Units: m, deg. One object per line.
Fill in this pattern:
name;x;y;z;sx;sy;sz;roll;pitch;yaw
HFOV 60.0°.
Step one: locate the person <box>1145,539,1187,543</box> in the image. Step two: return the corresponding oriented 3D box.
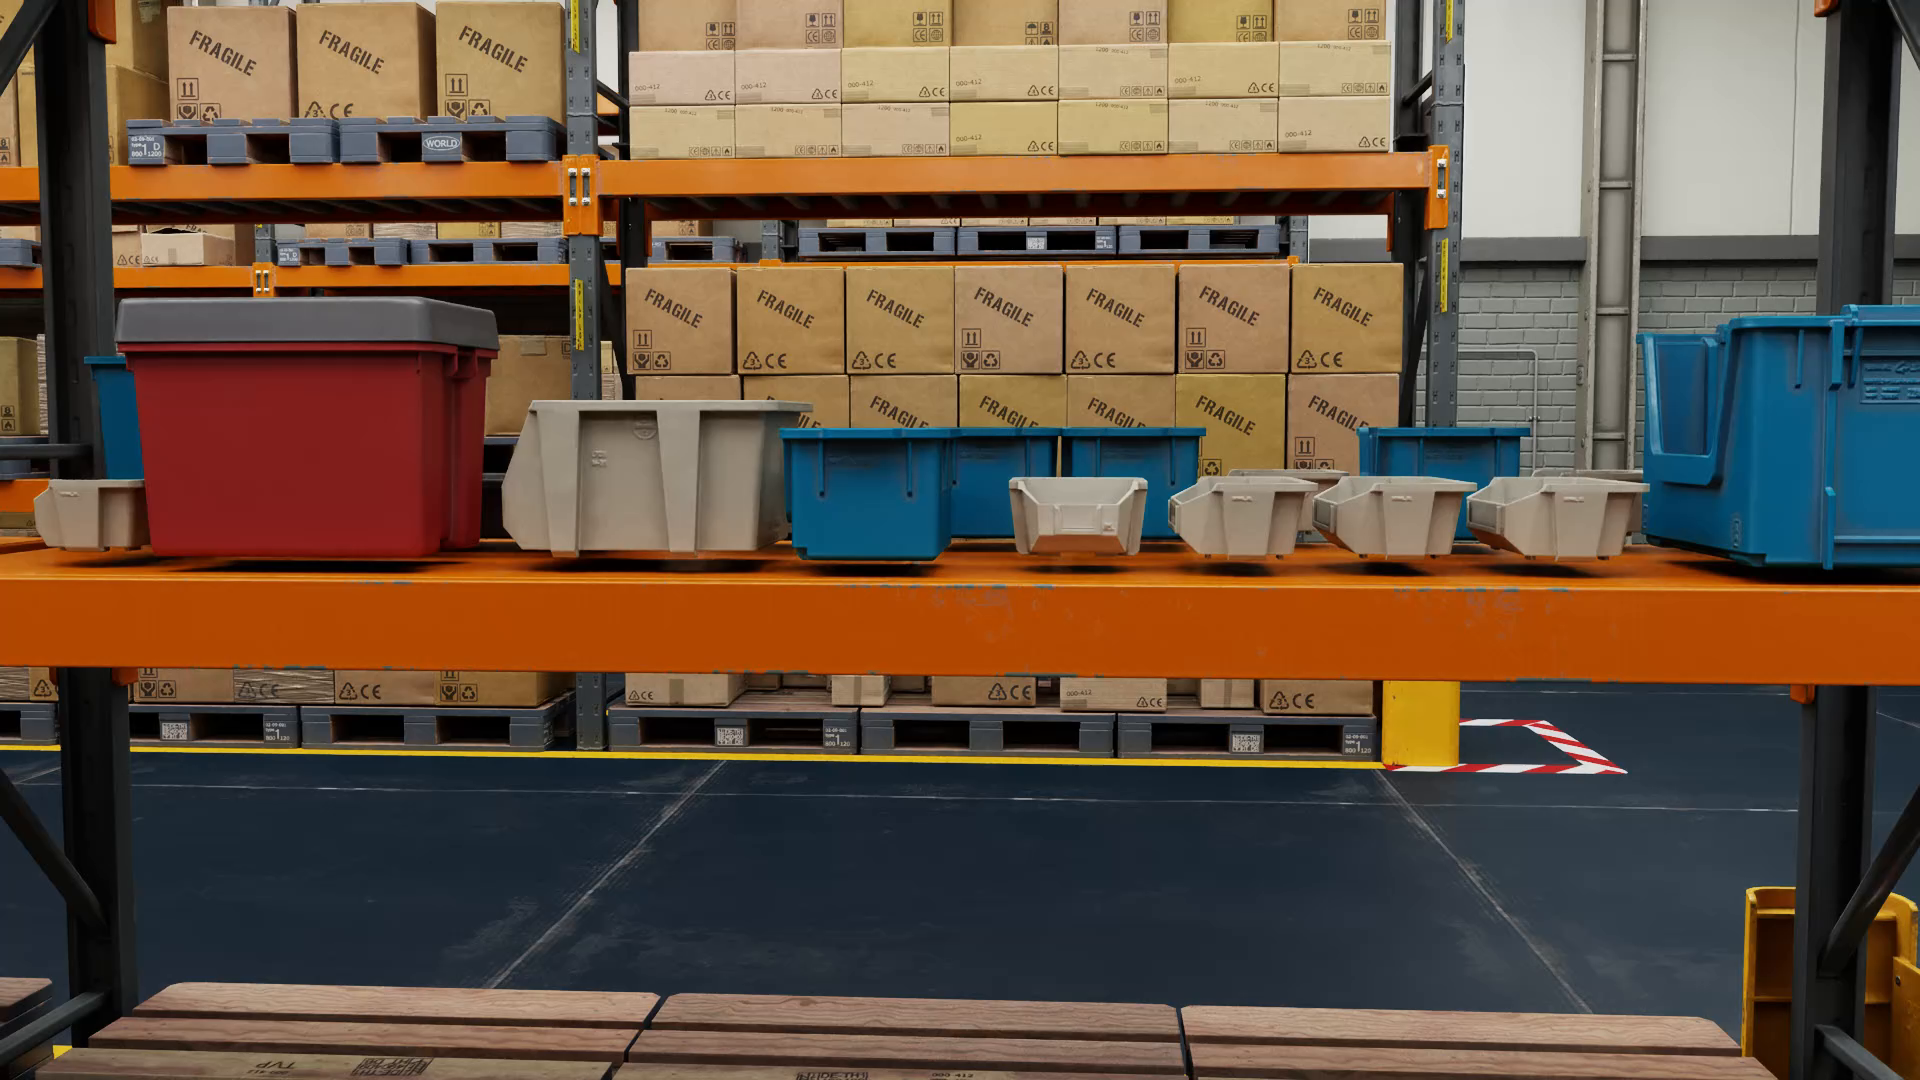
person;1.300;-0.096;10.735;0.636;1.770;0.602;-2;4;-27
